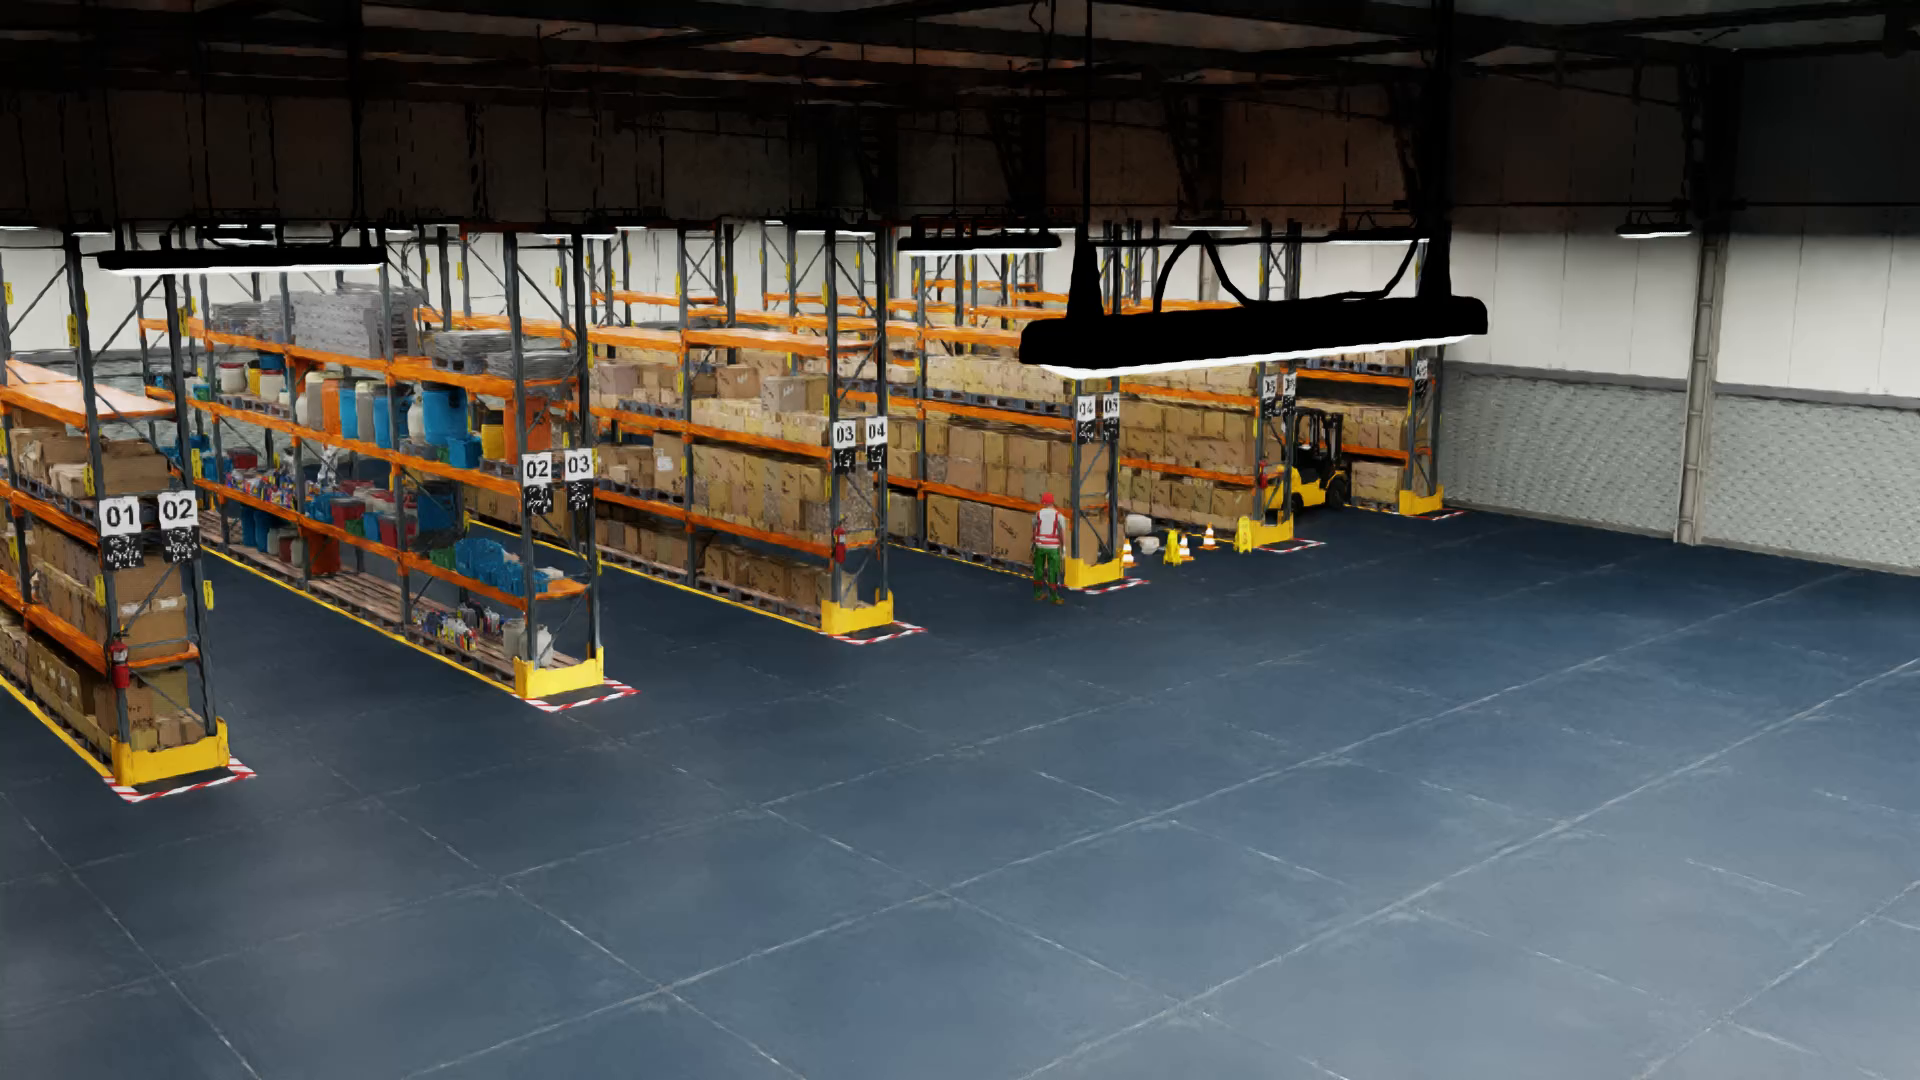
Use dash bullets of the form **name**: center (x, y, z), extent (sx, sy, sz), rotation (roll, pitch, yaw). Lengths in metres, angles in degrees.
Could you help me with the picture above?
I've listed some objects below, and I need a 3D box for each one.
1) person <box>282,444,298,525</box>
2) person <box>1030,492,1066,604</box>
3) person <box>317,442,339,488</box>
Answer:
- **person**: center (-13.173, -1.070, 32.829), extent (0.602, 1.686, 0.365), rotation (10, 15, 41)
- **person**: center (1.419, 0.107, 26.731), extent (0.598, 1.792, 0.442), rotation (4, 12, 17)
- **person**: center (-14.227, -2.000, 37.289), extent (0.495, 1.786, 0.721), rotation (1, 11, 5)
